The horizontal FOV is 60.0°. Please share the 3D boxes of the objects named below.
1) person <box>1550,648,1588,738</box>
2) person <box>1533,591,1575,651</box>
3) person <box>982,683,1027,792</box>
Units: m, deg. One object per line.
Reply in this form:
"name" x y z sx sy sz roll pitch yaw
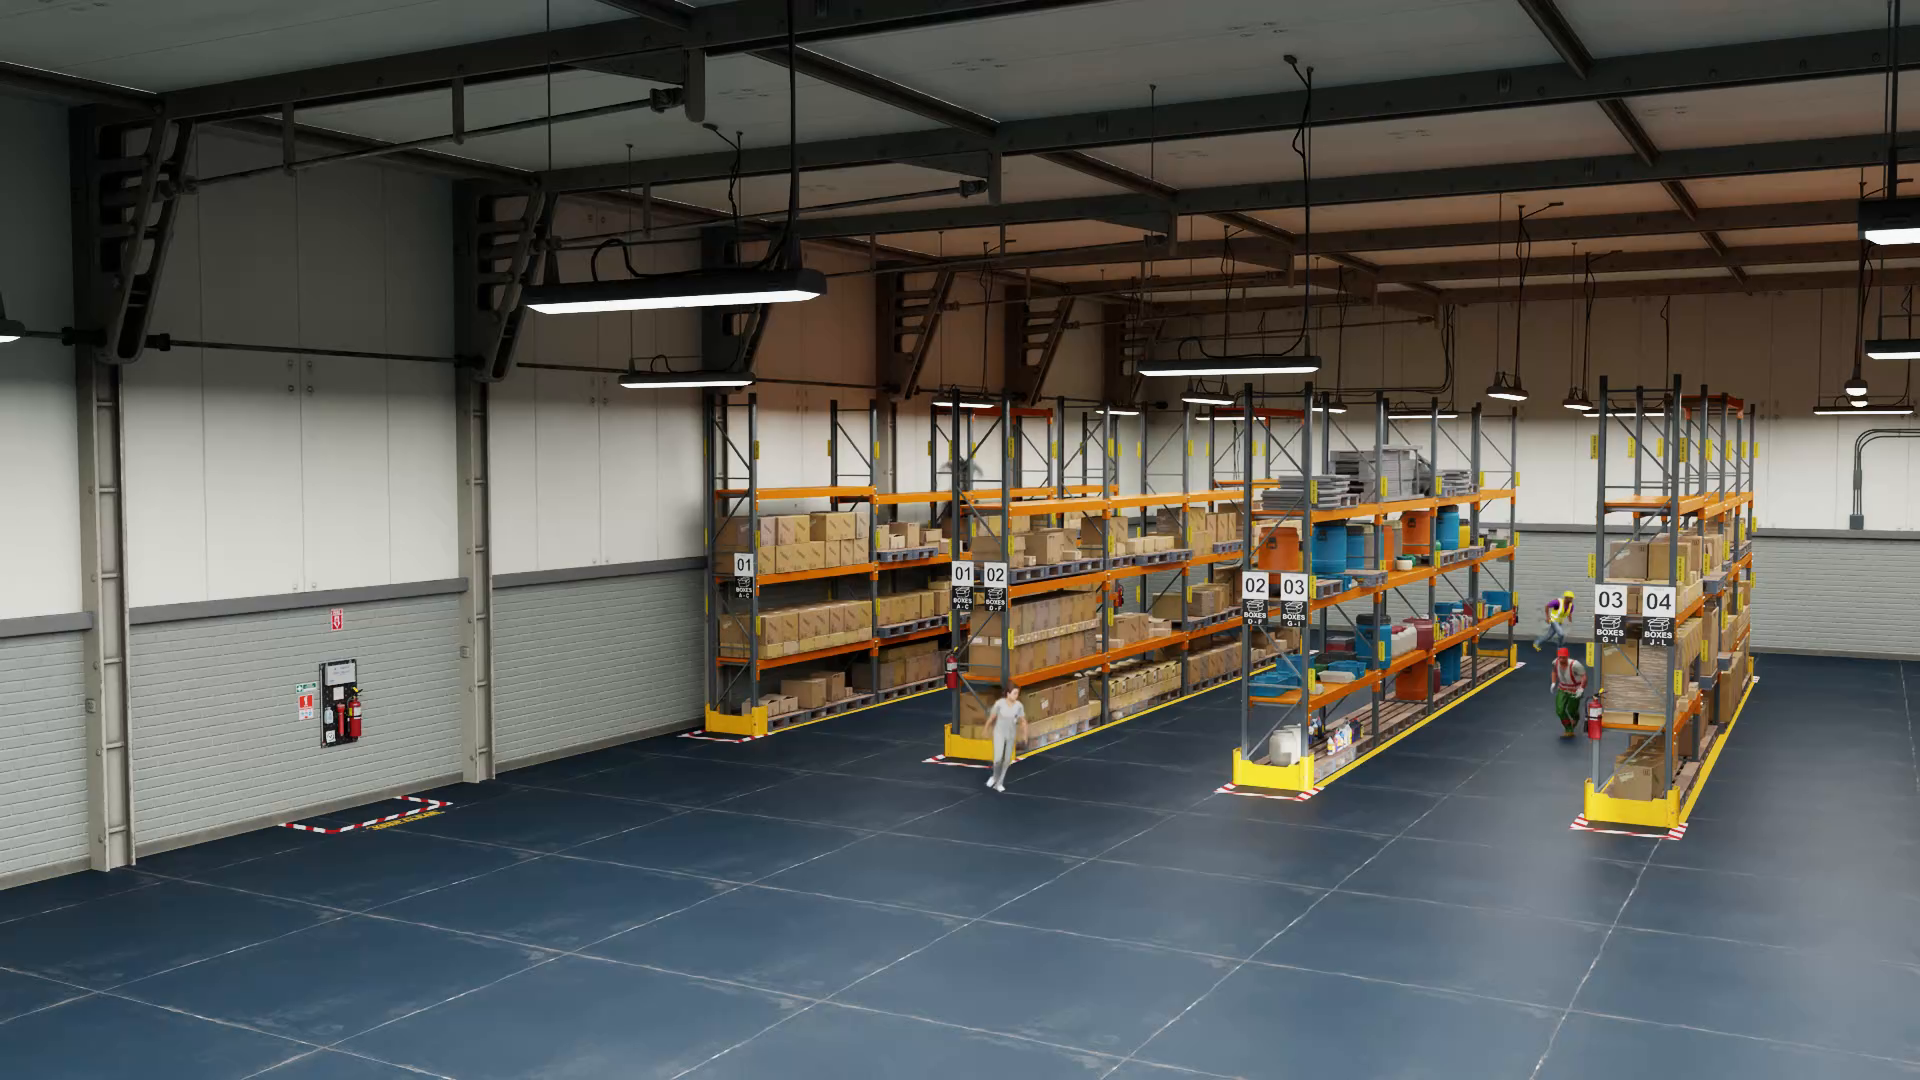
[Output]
"person" 10.659 2.641 29.012 0.657 1.600 1.075 3 4 39
"person" 14.555 2.011 40.704 0.712 1.594 1.137 -2 4 -31
"person" 0.667 2.877 24.271 0.582 1.628 0.582 -1 3 -16
